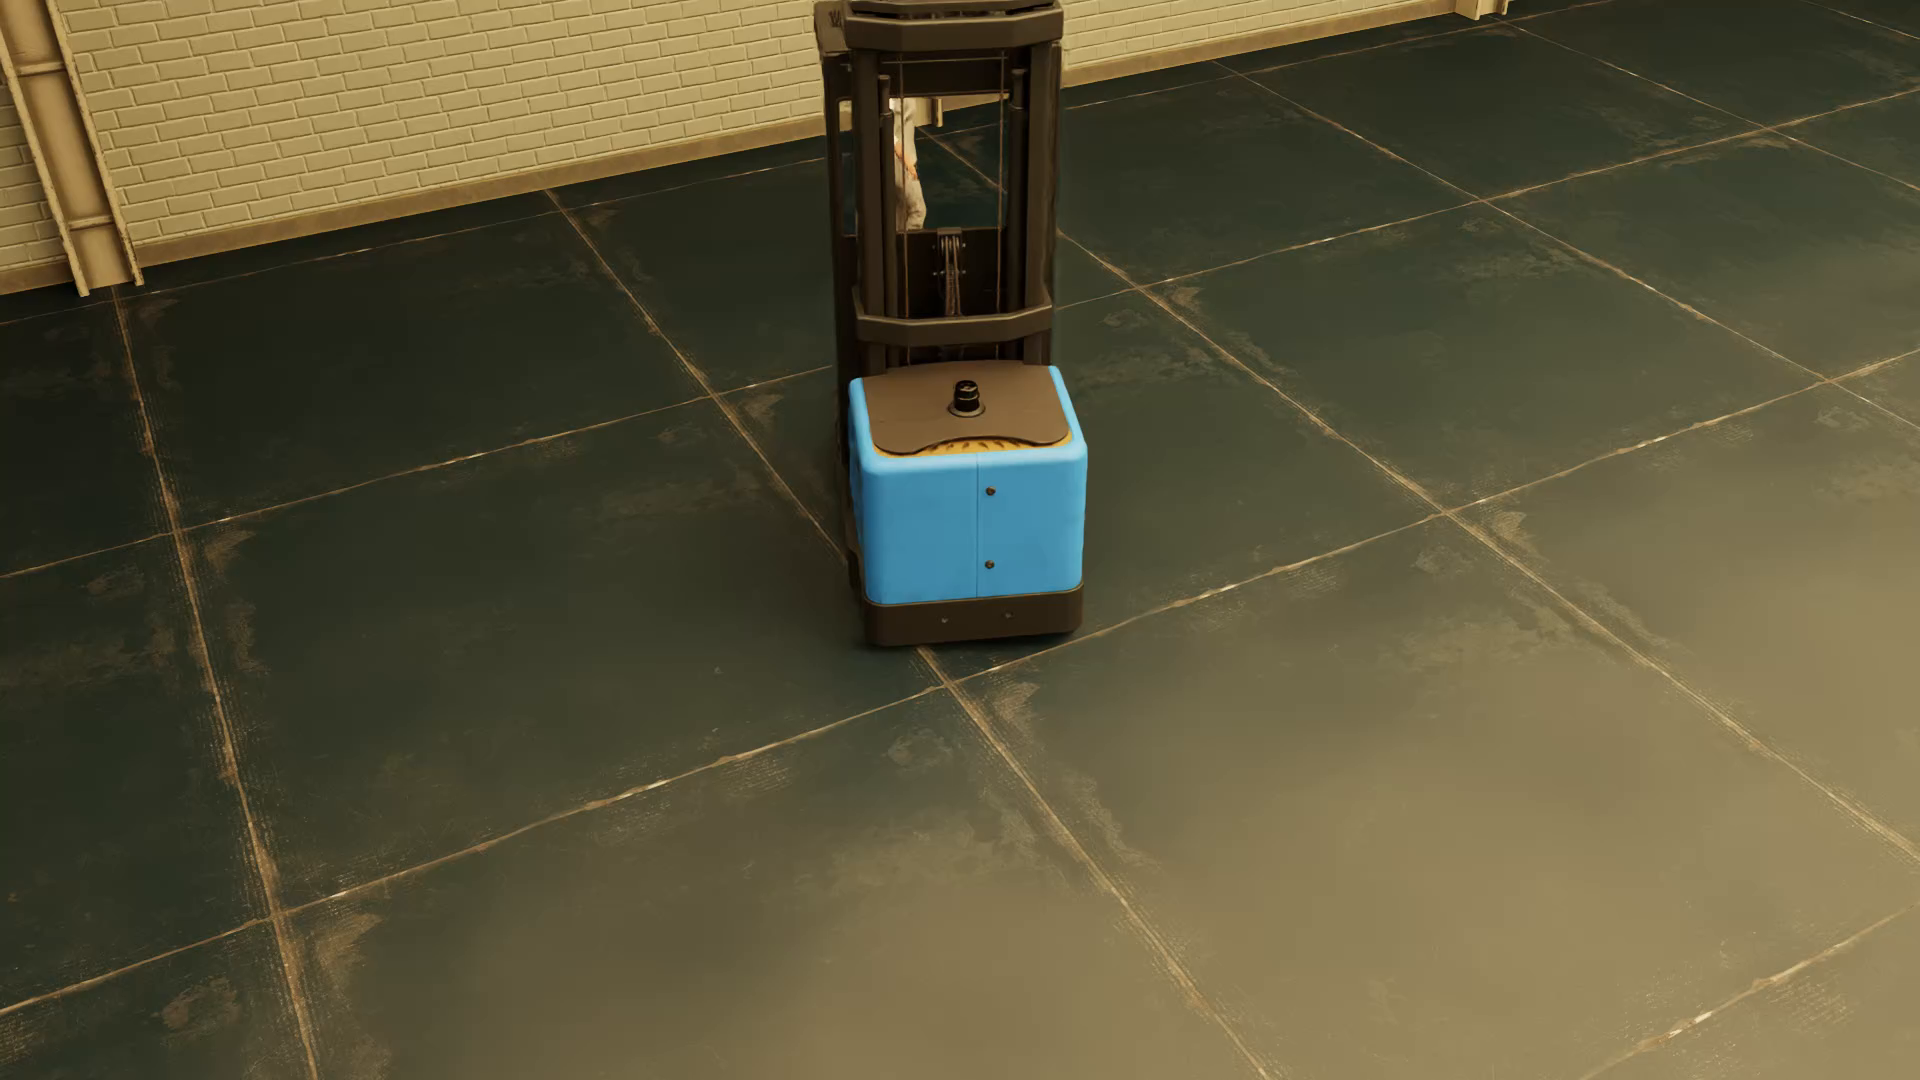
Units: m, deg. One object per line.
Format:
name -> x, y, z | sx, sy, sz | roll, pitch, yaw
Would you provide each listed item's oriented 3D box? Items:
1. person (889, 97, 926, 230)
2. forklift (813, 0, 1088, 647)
person -> -0.361, -2.457, 10.779 | 0.447, 1.577, 0.621 | -6, 36, -9
forklift -> -0.115, -1.534, 8.294 | 1.130, 2.935, 3.031 | -4, 35, -6
